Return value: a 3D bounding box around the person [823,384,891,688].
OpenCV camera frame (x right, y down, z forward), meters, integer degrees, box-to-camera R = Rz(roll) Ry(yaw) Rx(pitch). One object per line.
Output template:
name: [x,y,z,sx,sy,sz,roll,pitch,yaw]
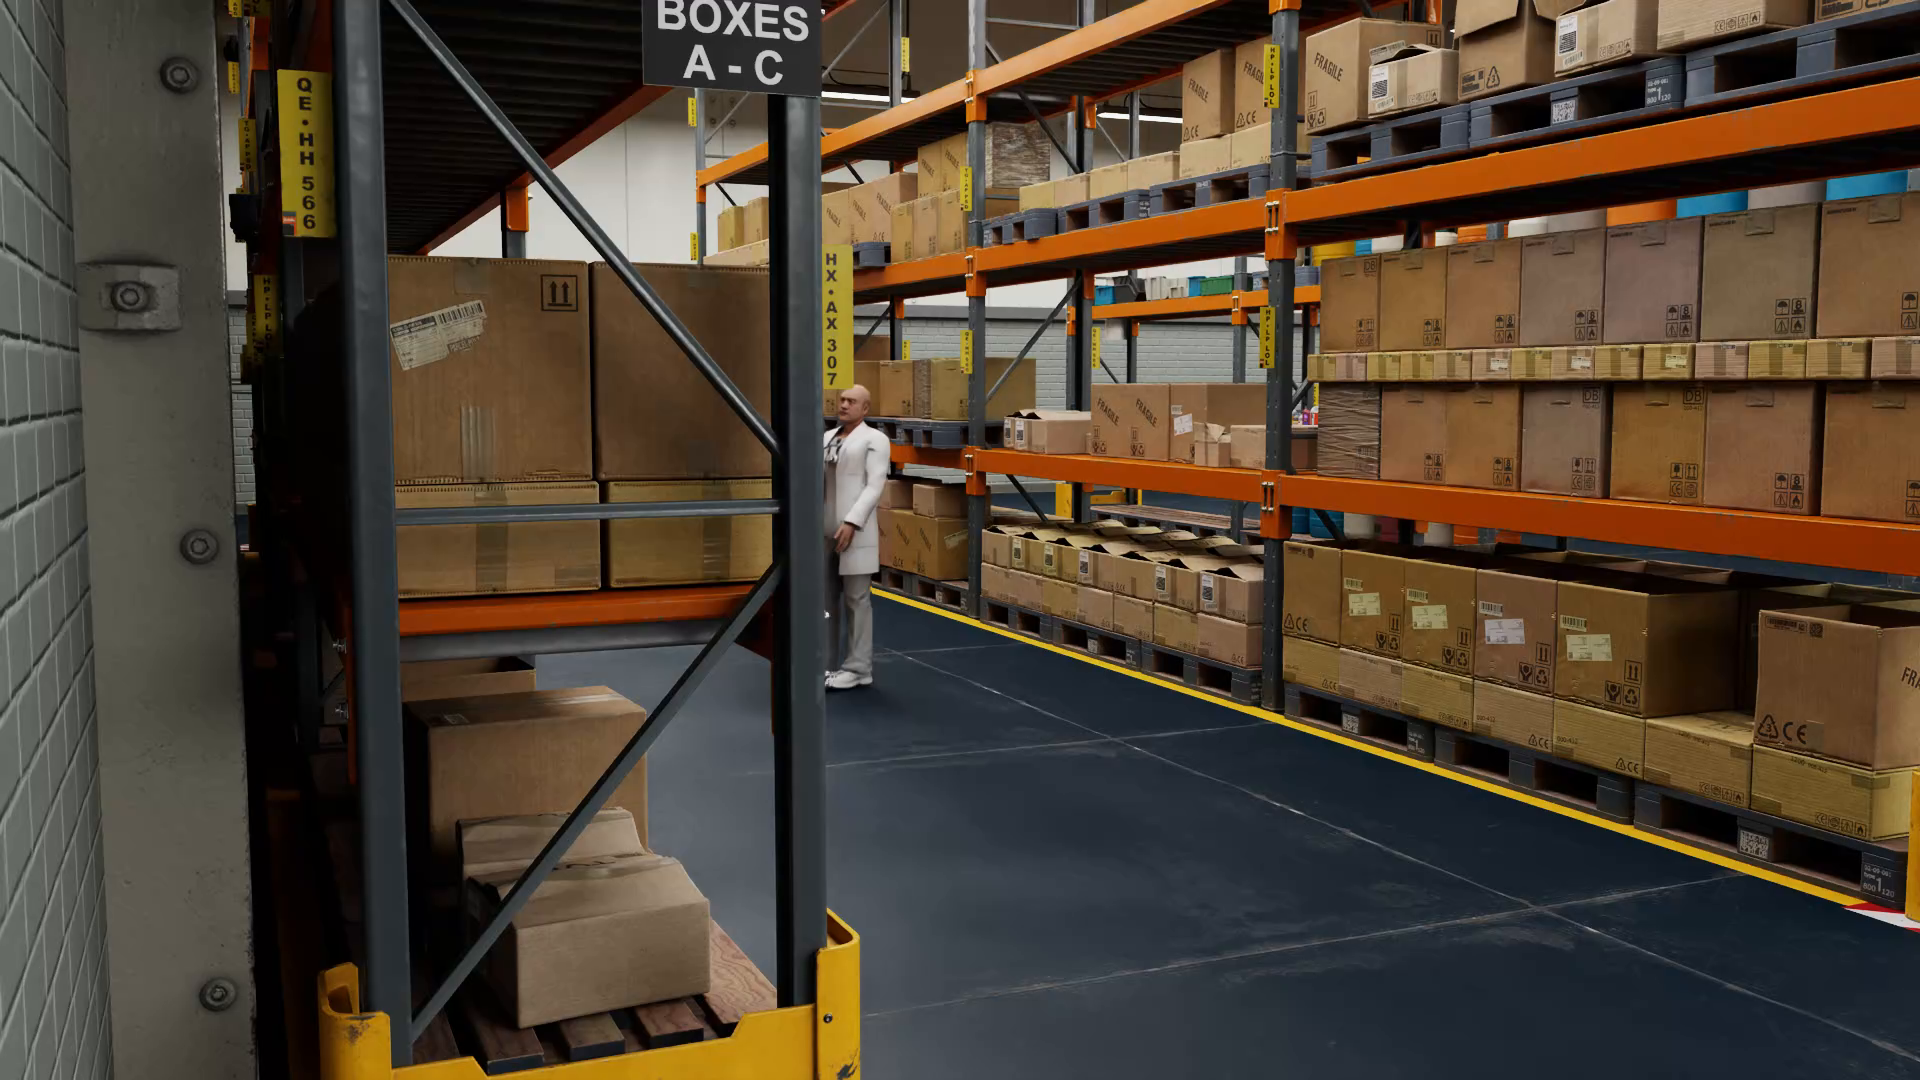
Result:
person: [-0.724,-0.023,9.809,0.606,1.786,0.466,4,7,39]
